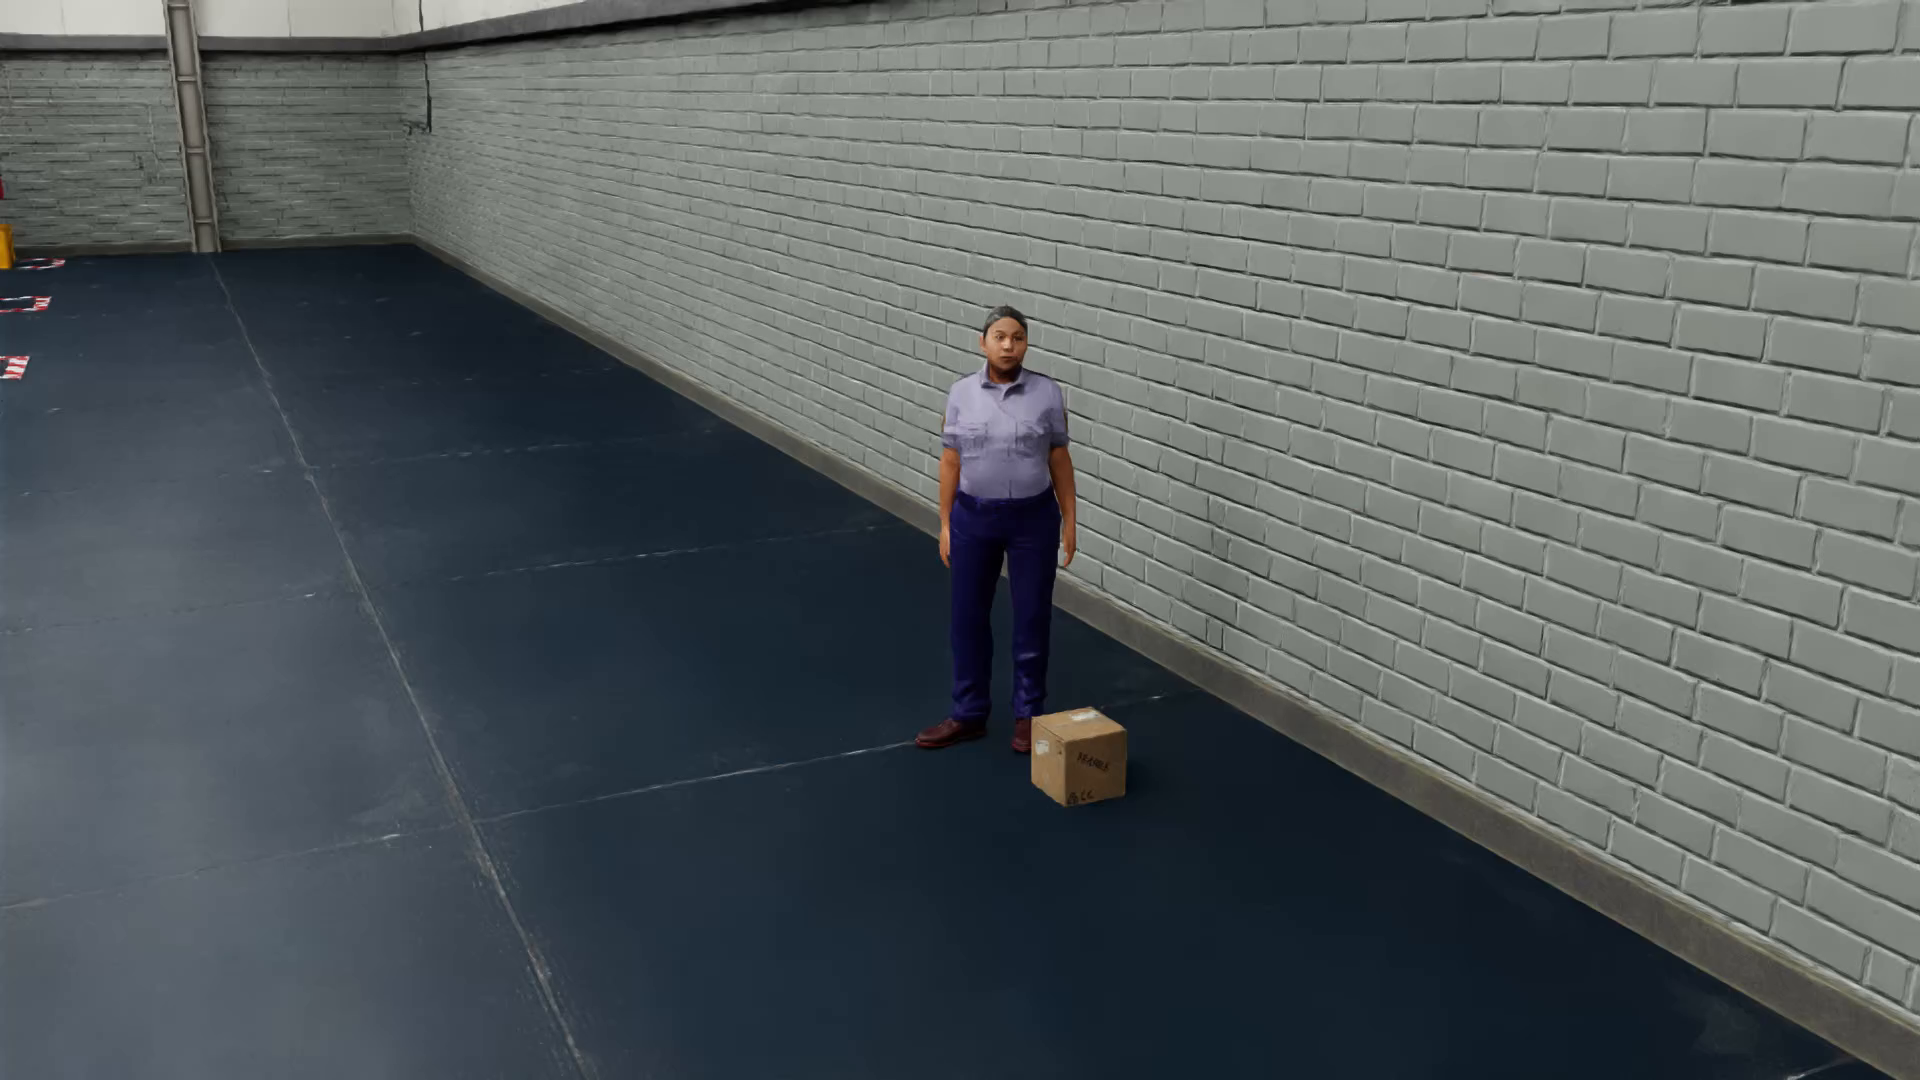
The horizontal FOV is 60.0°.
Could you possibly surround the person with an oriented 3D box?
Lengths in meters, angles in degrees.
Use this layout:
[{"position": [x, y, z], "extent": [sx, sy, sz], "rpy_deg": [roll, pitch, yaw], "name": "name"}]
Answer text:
[{"position": [0.132, -0.033, 6.152], "extent": [0.599, 1.656, 0.341], "rpy_deg": [1, 15, 2], "name": "person"}]
